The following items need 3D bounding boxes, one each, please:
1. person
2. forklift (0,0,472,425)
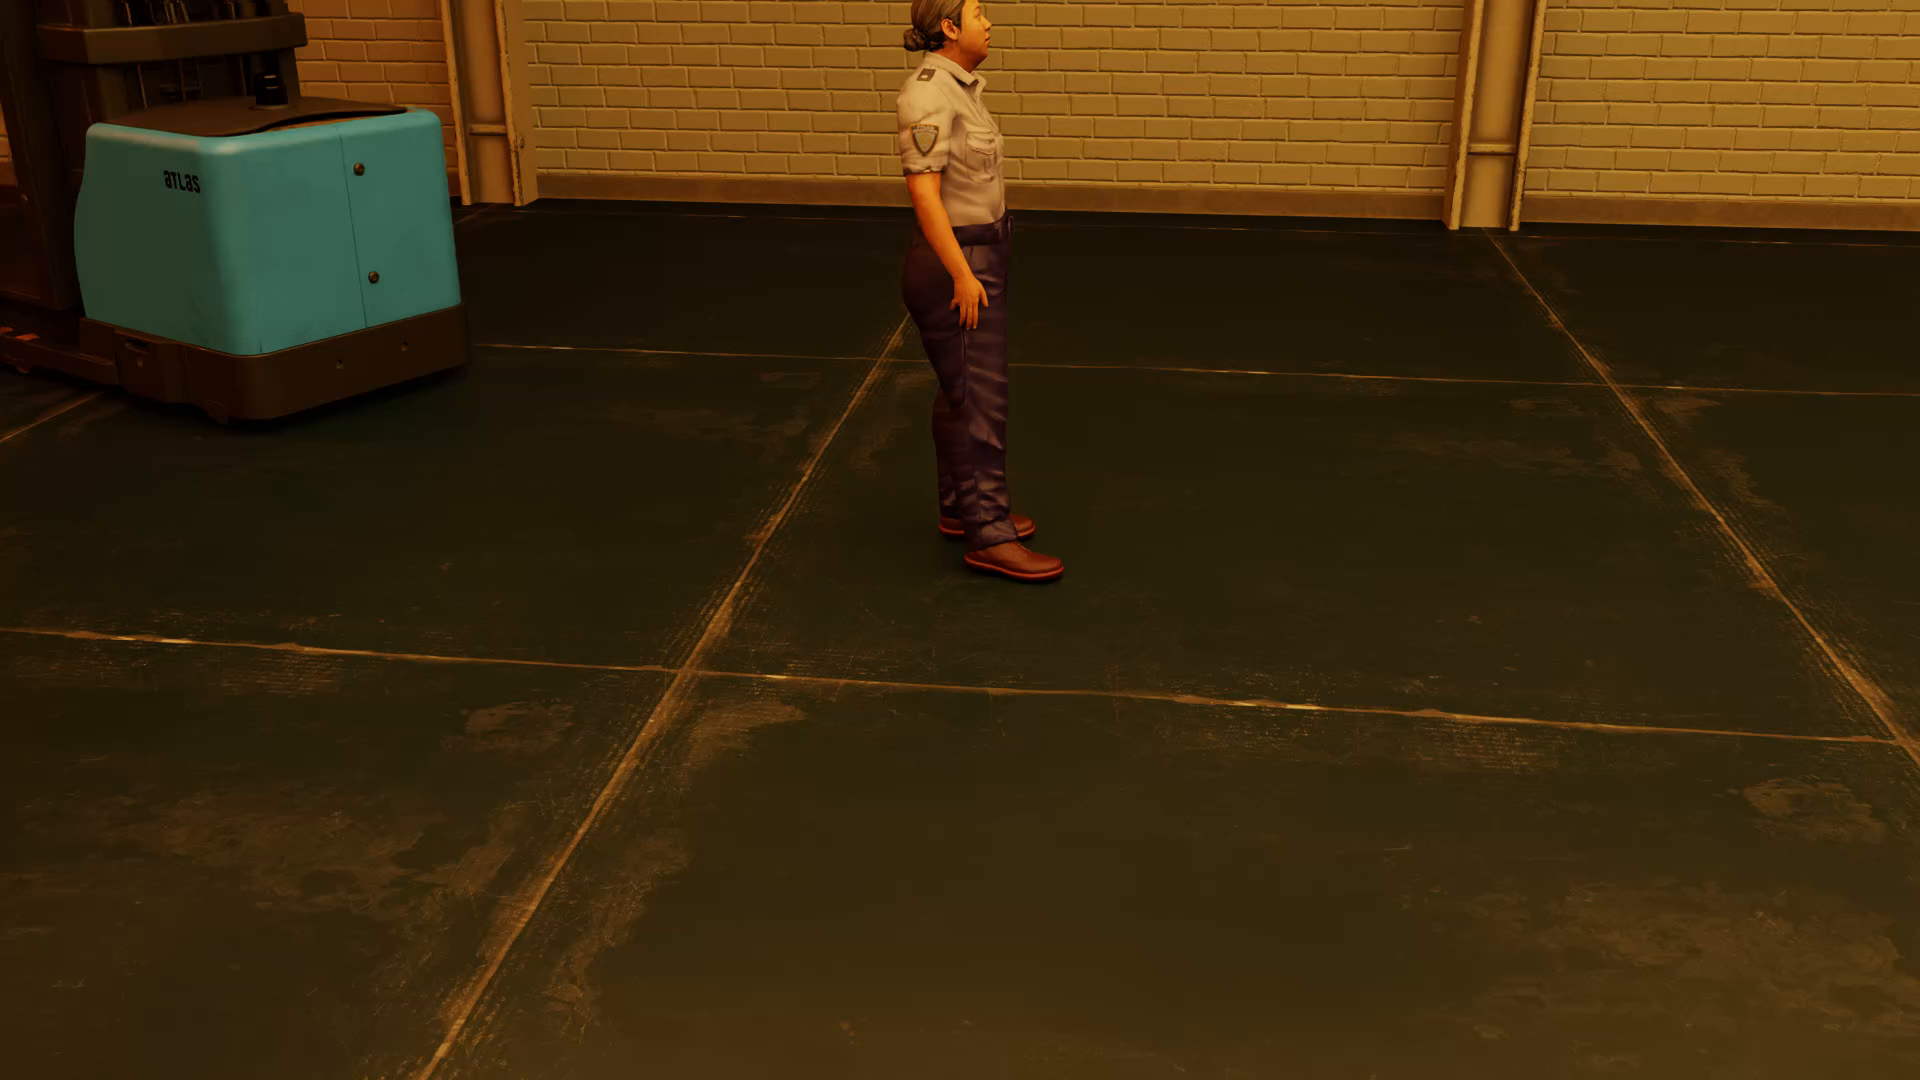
[{"bbox_3d":[0.086,-0.759,4.835,0.503,1.651,0.598,3,22,7],"label":"person"},{"bbox_3d":[-3.506,-2.194,6.702,3.031,2.935,1.130,14,26,32],"label":"forklift"}]
